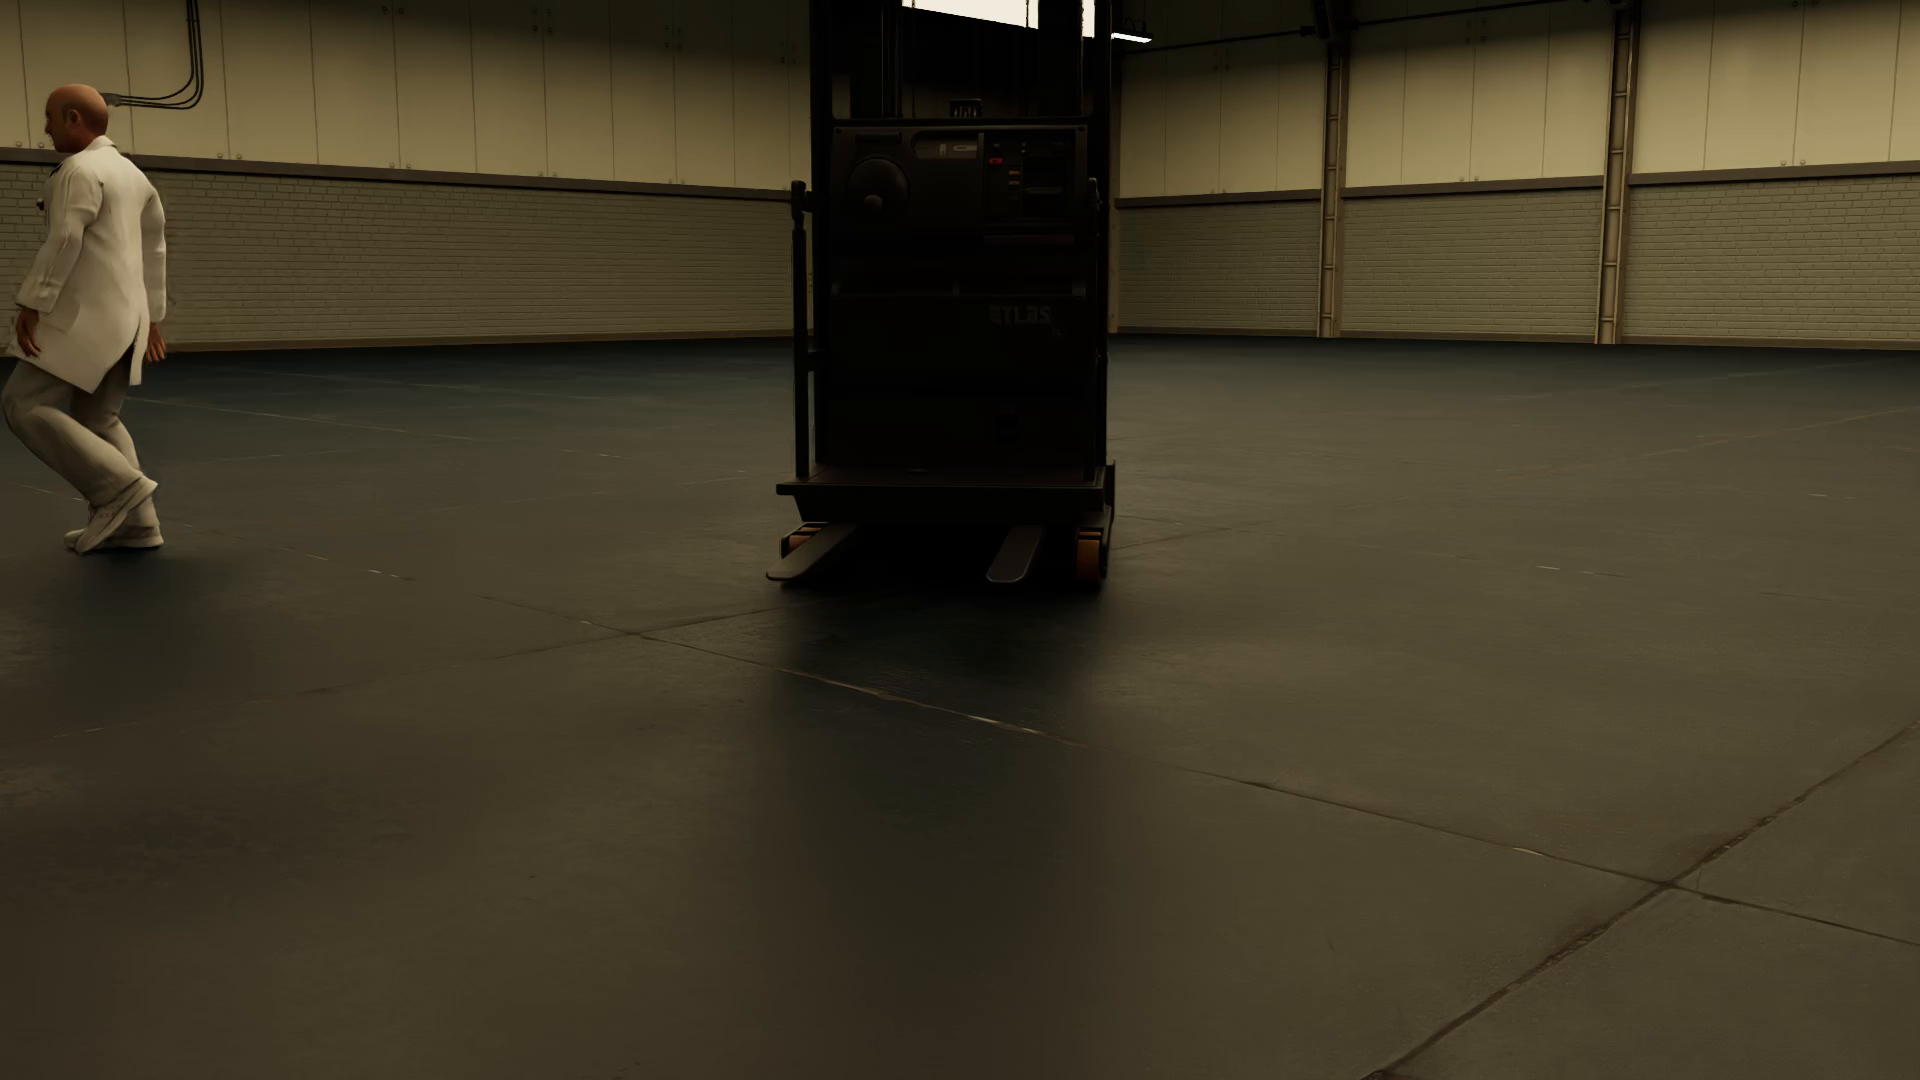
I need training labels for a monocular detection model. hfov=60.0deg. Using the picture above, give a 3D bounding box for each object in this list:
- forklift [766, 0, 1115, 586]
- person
[{"bbox_3d":[-0.026,-1.343,5.795,1.130,2.935,3.031,1,9,6],"label":"forklift"},{"bbox_3d":[-3.303,-0.824,6.297,0.502,1.758,0.765,-1,9,-6],"label":"person"}]
